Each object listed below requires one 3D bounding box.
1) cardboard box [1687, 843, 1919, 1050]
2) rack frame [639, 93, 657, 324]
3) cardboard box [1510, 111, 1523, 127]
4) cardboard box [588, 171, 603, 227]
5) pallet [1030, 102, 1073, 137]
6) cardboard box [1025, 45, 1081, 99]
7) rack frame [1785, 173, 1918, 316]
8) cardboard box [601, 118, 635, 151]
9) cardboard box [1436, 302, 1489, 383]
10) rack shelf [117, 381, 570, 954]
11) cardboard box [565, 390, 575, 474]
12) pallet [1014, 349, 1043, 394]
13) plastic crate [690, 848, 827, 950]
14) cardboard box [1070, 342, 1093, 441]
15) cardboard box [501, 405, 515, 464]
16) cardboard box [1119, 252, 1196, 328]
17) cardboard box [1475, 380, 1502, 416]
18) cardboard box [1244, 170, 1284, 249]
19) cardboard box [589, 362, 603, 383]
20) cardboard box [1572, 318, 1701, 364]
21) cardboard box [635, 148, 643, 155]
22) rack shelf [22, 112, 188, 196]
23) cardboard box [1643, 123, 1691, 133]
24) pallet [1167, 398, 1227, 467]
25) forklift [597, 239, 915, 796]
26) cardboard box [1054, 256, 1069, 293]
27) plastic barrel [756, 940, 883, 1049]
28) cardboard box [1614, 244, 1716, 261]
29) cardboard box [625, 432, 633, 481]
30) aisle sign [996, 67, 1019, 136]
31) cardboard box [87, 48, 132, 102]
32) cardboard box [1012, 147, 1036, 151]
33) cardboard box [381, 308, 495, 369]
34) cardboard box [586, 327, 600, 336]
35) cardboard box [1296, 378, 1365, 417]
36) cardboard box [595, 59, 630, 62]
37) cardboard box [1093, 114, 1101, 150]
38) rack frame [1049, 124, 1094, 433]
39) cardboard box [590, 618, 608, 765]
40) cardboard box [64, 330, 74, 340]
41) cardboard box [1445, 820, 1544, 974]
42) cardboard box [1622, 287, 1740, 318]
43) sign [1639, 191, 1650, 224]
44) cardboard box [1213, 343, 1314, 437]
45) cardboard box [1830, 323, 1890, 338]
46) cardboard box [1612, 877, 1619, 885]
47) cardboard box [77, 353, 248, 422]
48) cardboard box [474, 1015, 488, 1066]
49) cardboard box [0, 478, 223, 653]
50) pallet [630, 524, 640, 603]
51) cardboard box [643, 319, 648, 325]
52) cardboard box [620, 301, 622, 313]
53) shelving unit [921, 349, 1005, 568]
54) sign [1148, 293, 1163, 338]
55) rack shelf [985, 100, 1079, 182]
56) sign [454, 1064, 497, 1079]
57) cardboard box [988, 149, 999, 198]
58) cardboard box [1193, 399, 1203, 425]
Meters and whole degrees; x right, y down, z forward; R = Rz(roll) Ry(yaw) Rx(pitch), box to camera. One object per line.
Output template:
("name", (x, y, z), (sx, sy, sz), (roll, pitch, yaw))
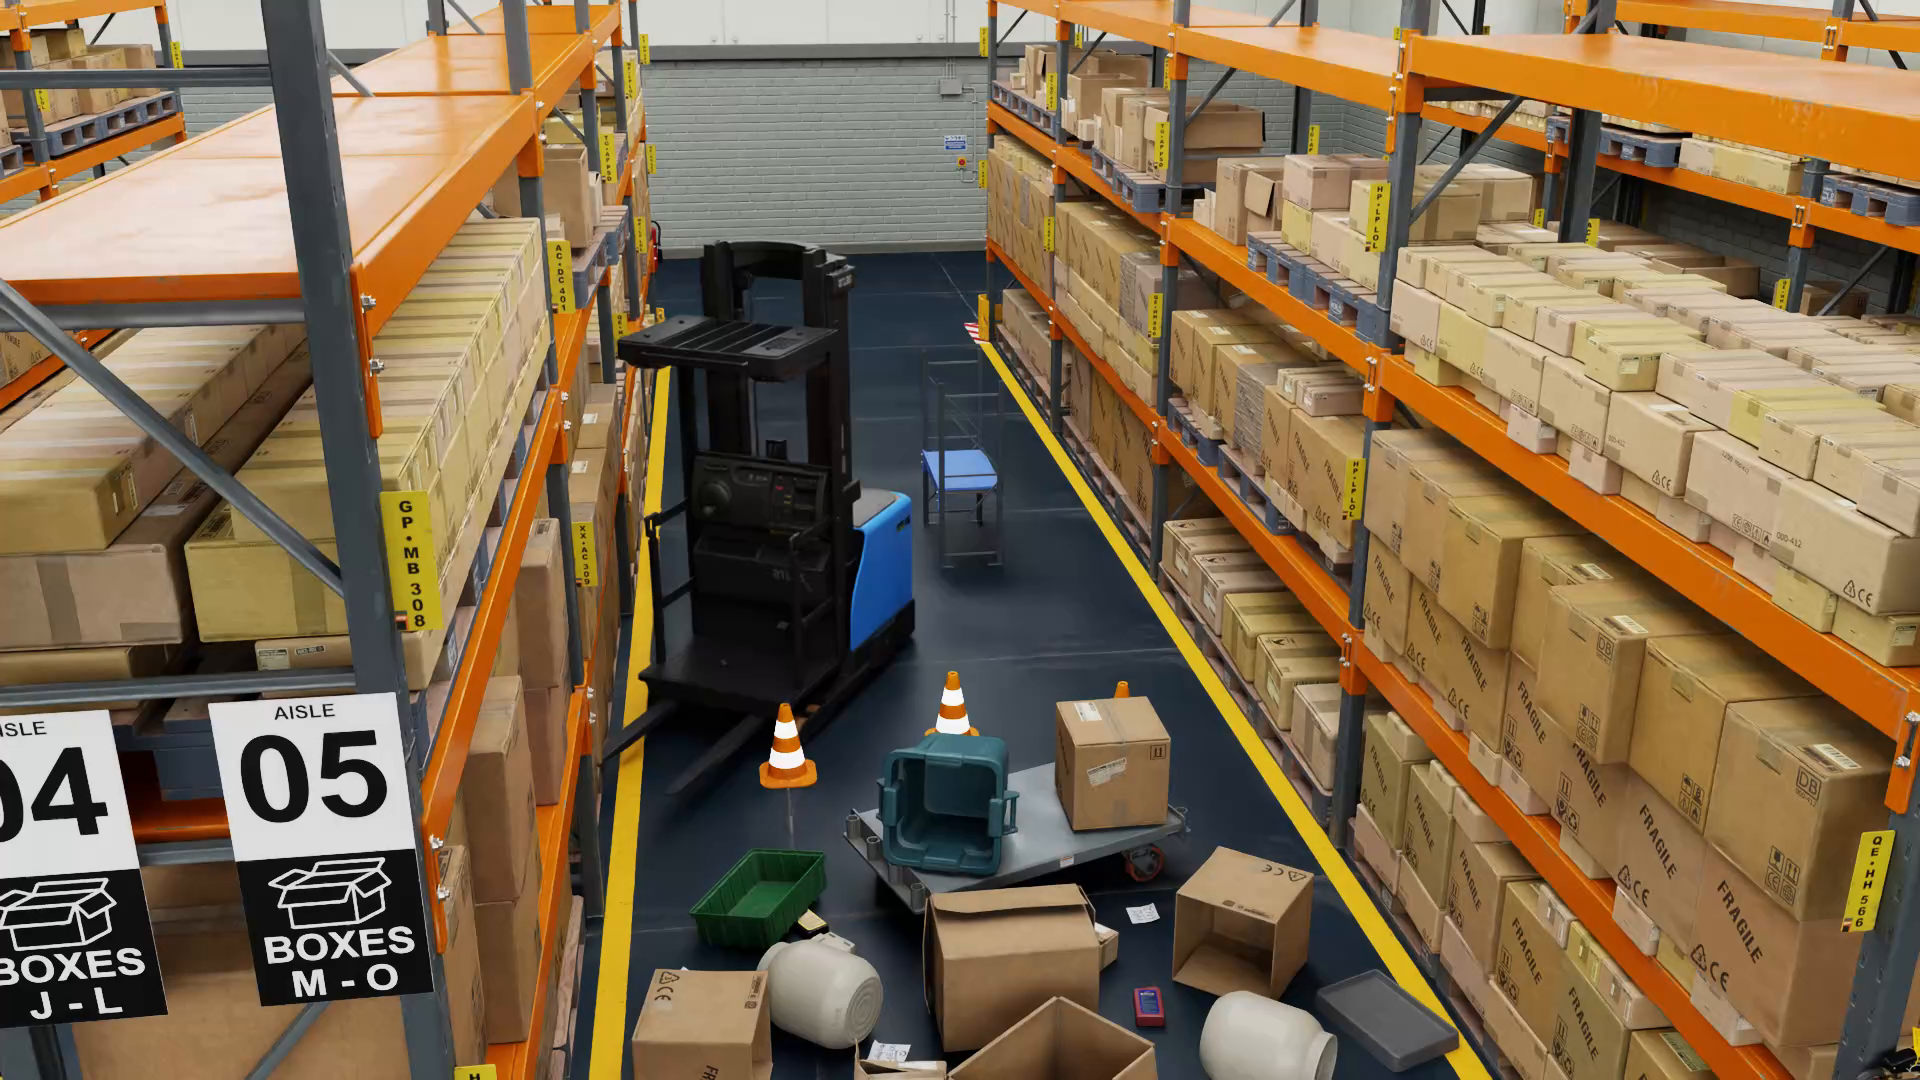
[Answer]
("cardboard box", (2.780, 1.280, 5.433), (0.500, 0.500, 0.500), (-3, 21, -9))
("rack frame", (-4.060, -3.614, 19.106), (1.000, 3.000, 0.127), (-3, 21, -8))
("cardboard box", (5.906, -4.341, 17.124), (0.380, 0.149, 0.250), (-2, 21, -6))
("cardboard box", (-2.459, -2.105, 10.162), (0.500, 0.311, 0.500), (-3, 21, -8))
("pallet", (1.293, -4.162, 16.411), (1.003, 0.211, 1.213), (-3, 21, -8))
("cardboard box", (0.966, -4.889, 17.346), (0.500, 0.500, 0.500), (-3, 21, -7))
("rack frame", (6.889, -1.381, 13.126), (1.000, 3.000, 0.127), (-3, 21, -8))
("cardboard box", (-3.289, -3.738, 15.365), (0.500, 0.250, 0.500), (-2, 21, -5))
("cardboard box", (2.430, -0.874, 7.272), (0.500, 0.250, 0.500), (-3, 21, -8))
("rack shelf", (-2.042, 0.165, 5.729), (1.077, 0.370, 4.000), (-3, 21, -8))
("cardboard box", (-2.627, -0.674, 9.663), (0.700, 0.500, 0.500), (-3, 21, -8))
("pallet", (1.189, -1.898, 18.497), (1.003, 0.211, 1.213), (-3, 21, -8))
("plastic crate", (-1.008, 1.825, 8.480), (0.450, 0.188, 0.662), (-2, 18, 24))
("cardboard box", (1.569, -1.505, 15.895), (0.875, 0.875, 0.875), (-2, 21, -6))
("cardboard box", (-1.740, -0.352, 5.701), (0.380, 0.149, 0.250), (-3, 21, -8))
("cardboard box", (1.562, -1.987, 13.178), (0.500, 0.500, 0.500), (-3, 21, -7))
("cardboard box", (2.480, -0.649, 7.239), (0.380, 0.149, 0.250), (-2, 21, -6))
("cardboard box", (2.225, -2.056, 10.499), (0.797, 0.503, 0.637), (-3, 21, -8))
("cardboard box", (-2.778, -1.240, 12.084), (0.380, 0.149, 0.250), (-2, 21, -5))
("cardboard box", (2.582, -0.746, 6.358), (0.380, 0.149, 0.250), (-3, 21, -7))
("cardboard box", (-3.675, -3.948, 18.002), (0.500, 0.500, 0.500), (-4, 21, -10))
("rack shelf", (-8.694, -3.775, 16.277), (1.077, 0.370, 4.000), (-3, 21, -8))
("cardboard box", (6.208, -3.642, 14.510), (0.380, 0.149, 0.250), (-2, 21, -7))
("pallet", (2.185, -0.798, 11.840), (1.213, 0.211, 1.003), (-3, 21, -8))
("forklift", (-1.346, -0.275, 10.264), (1.130, 2.935, 3.031), (8, 22, 21))
("cardboard box", (1.185, -2.512, 15.653), (0.500, 0.250, 0.500), (-4, 21, -9))
("plastic barrel", (-0.648, 2.063, 7.589), (0.512, 0.421, 0.421), (12, 24, 30))
("cardboard box", (6.348, -2.380, 15.057), (0.700, 0.500, 0.500), (-3, 21, -8))
("cardboard box", (-2.840, -0.648, 13.065), (0.500, 0.250, 0.500), (-3, 21, -8))
("aisle sign", (0.527, -5.127, 19.441), (0.394, 0.787, 0.004), (-3, 21, -8))
("cardboard box", (-8.893, -4.717, 16.884), (0.700, 0.500, 0.500), (-4, 21, -10))
("cardboard box", (0.779, -4.220, 18.228), (0.380, 0.149, 0.250), (-3, 21, -7))
("cardboard box", (-1.706, -0.640, 5.331), (0.380, 0.149, 0.250), (-3, 21, -7))
("cardboard box", (-2.823, -1.465, 12.260), (0.380, 0.149, 0.250), (-3, 21, -9))
("cardboard box", (2.152, -0.817, 9.522), (0.380, 0.149, 0.250), (-4, 21, -9))
("cardboard box", (-3.568, -4.825, 16.991), (0.380, 0.149, 0.250), (-2, 21, -7))
("cardboard box", (1.318, -3.403, 13.845), (0.396, 0.266, 0.258), (-1, 21, -3))
("rack frame", (1.401, -2.514, 16.160), (1.000, 3.000, 0.127), (-3, 21, -8))
("cardboard box", (-2.644, 0.853, 9.760), (1.050, 0.750, 0.750), (-3, 21, -8))
("cardboard box", (-8.068, -1.913, 14.408), (0.500, 0.500, 0.500), (-3, 21, -8))
("cardboard box", (2.534, 1.578, 7.462), (0.500, 0.500, 0.500), (-2, 21, -5))
("cardboard box", (2.981, -0.947, 6.896), (0.380, 0.149, 0.250), (-3, 21, -9))
("sign", (6.861, -3.337, 16.710), (0.100, 0.325, 0.005), (-3, 21, -8))
("cardboard box", (1.978, -0.981, 10.887), (0.500, 0.500, 0.500), (-3, 21, -7))
("cardboard box", (6.683, -1.514, 12.413), (0.380, 0.149, 0.250), (-2, 21, -7))
("cardboard box", (2.738, 1.284, 6.349), (0.380, 0.149, 0.250), (-3, 21, -7))
("cardboard box", (-2.283, -0.430, 4.770), (0.380, 0.149, 0.250), (-3, 21, -8))
("cardboard box", (-1.953, 1.540, 5.093), (0.875, 0.550, 0.550), (-3, 21, -8))
("cardboard box", (-2.100, 0.052, 4.049), (0.500, 0.250, 0.500), (-3, 21, -7))
("pallet", (-3.018, 0.191, 12.903), (1.003, 0.211, 1.213), (-3, 21, -8))
("cardboard box", (-3.616, -2.318, 18.259), (0.380, 0.149, 0.250), (-4, 21, -10))
("cardboard box", (-3.158, -2.005, 14.555), (0.380, 0.149, 0.250), (-3, 21, -8))
("shelving unit", (0.012, -0.673, 13.375), (0.538, 1.500, 1.048), (-3, 21, -8))
("sign", (1.428, -1.642, 12.172), (0.100, 0.325, 0.005), (-3, 21, -8))
("rack shelf", (1.112, -4.275, 17.615), (1.077, 0.370, 4.000), (-3, 21, -8))
("sign", (-1.203, 1.457, 4.178), (0.100, 0.325, 0.005), (-3, 21, -8))
("cardboard box", (0.611, -4.234, 19.193), (0.500, 0.500, 0.500), (-3, 21, -9))
("cardboard box", (1.841, -0.890, 11.570), (0.380, 0.149, 0.250), (-4, 21, -11))
